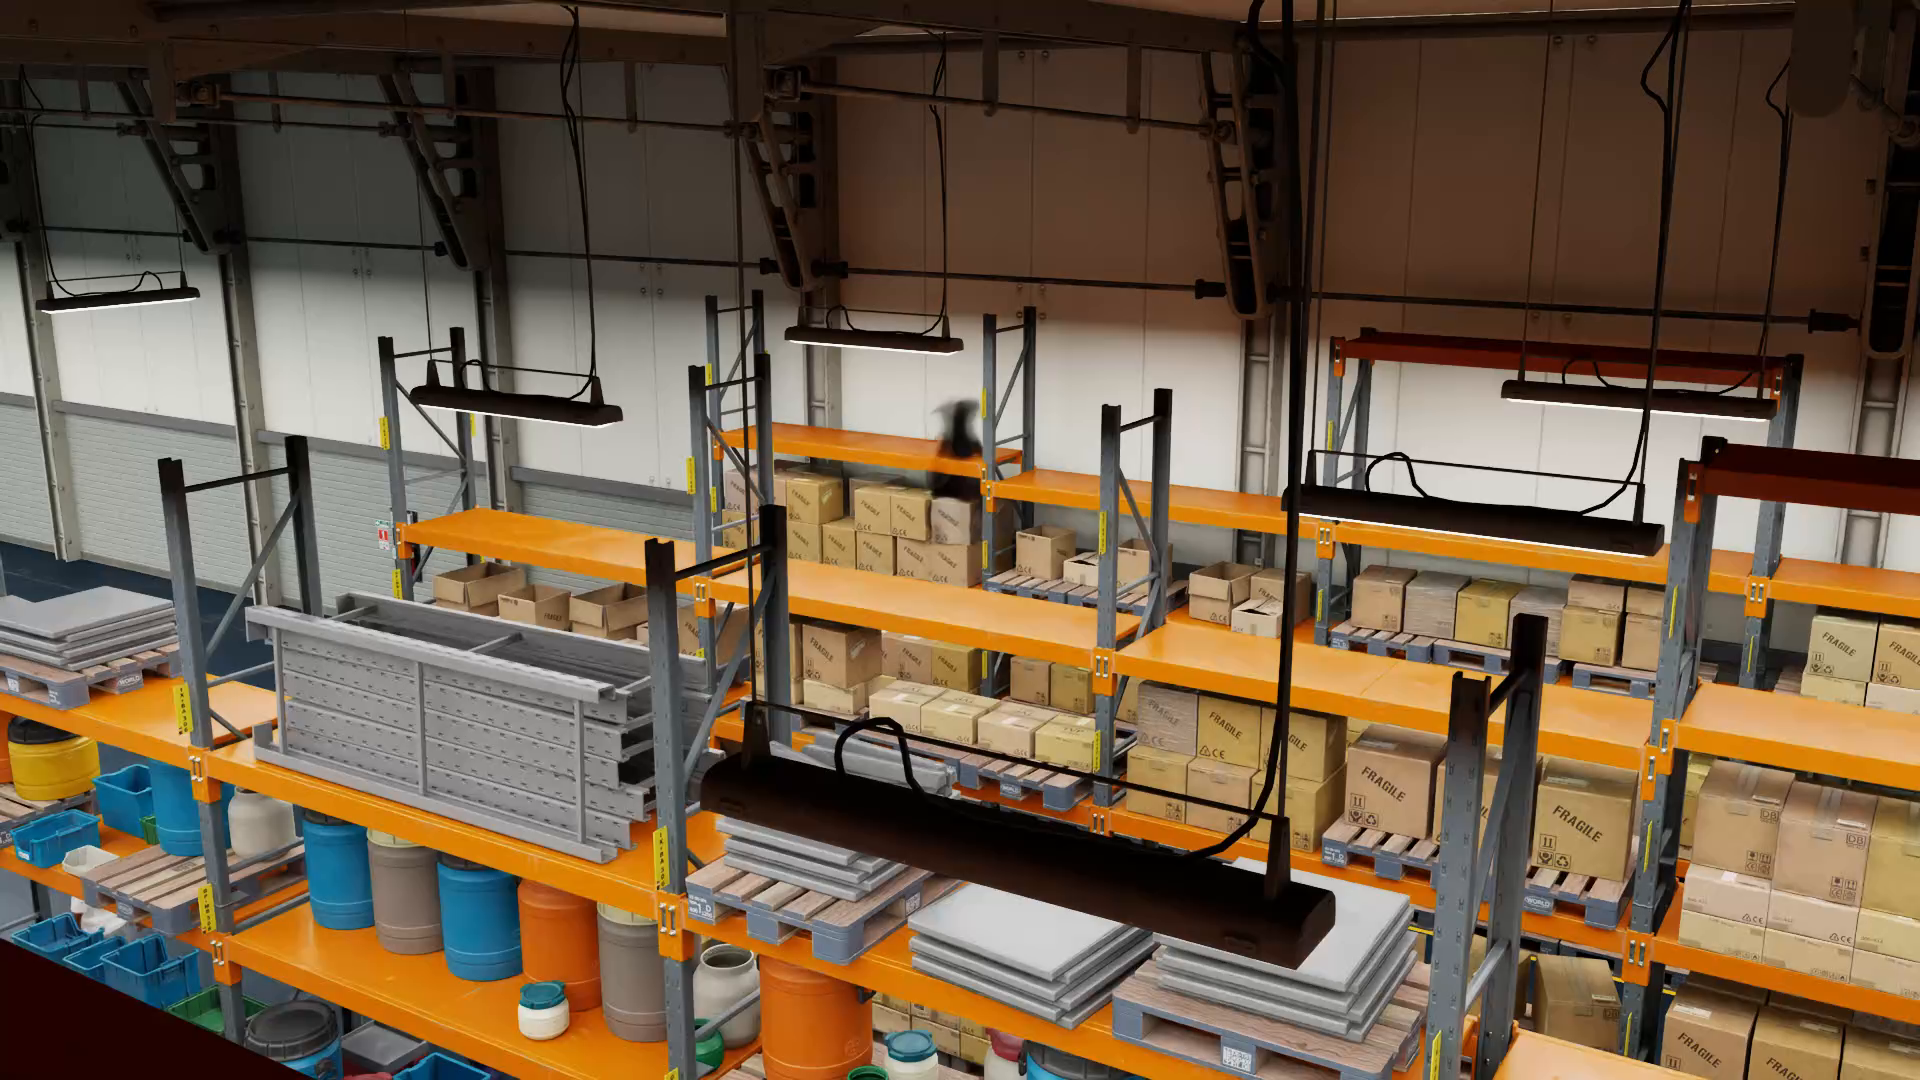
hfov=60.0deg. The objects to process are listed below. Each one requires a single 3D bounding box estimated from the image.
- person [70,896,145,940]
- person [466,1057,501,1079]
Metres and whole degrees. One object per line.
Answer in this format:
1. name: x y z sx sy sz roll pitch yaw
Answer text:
1. person: -7.745 3.539 15.250 0.601 1.724 0.724 3 14 12
2. person: -3.977 4.019 13.647 0.664 1.691 0.605 7 15 26
